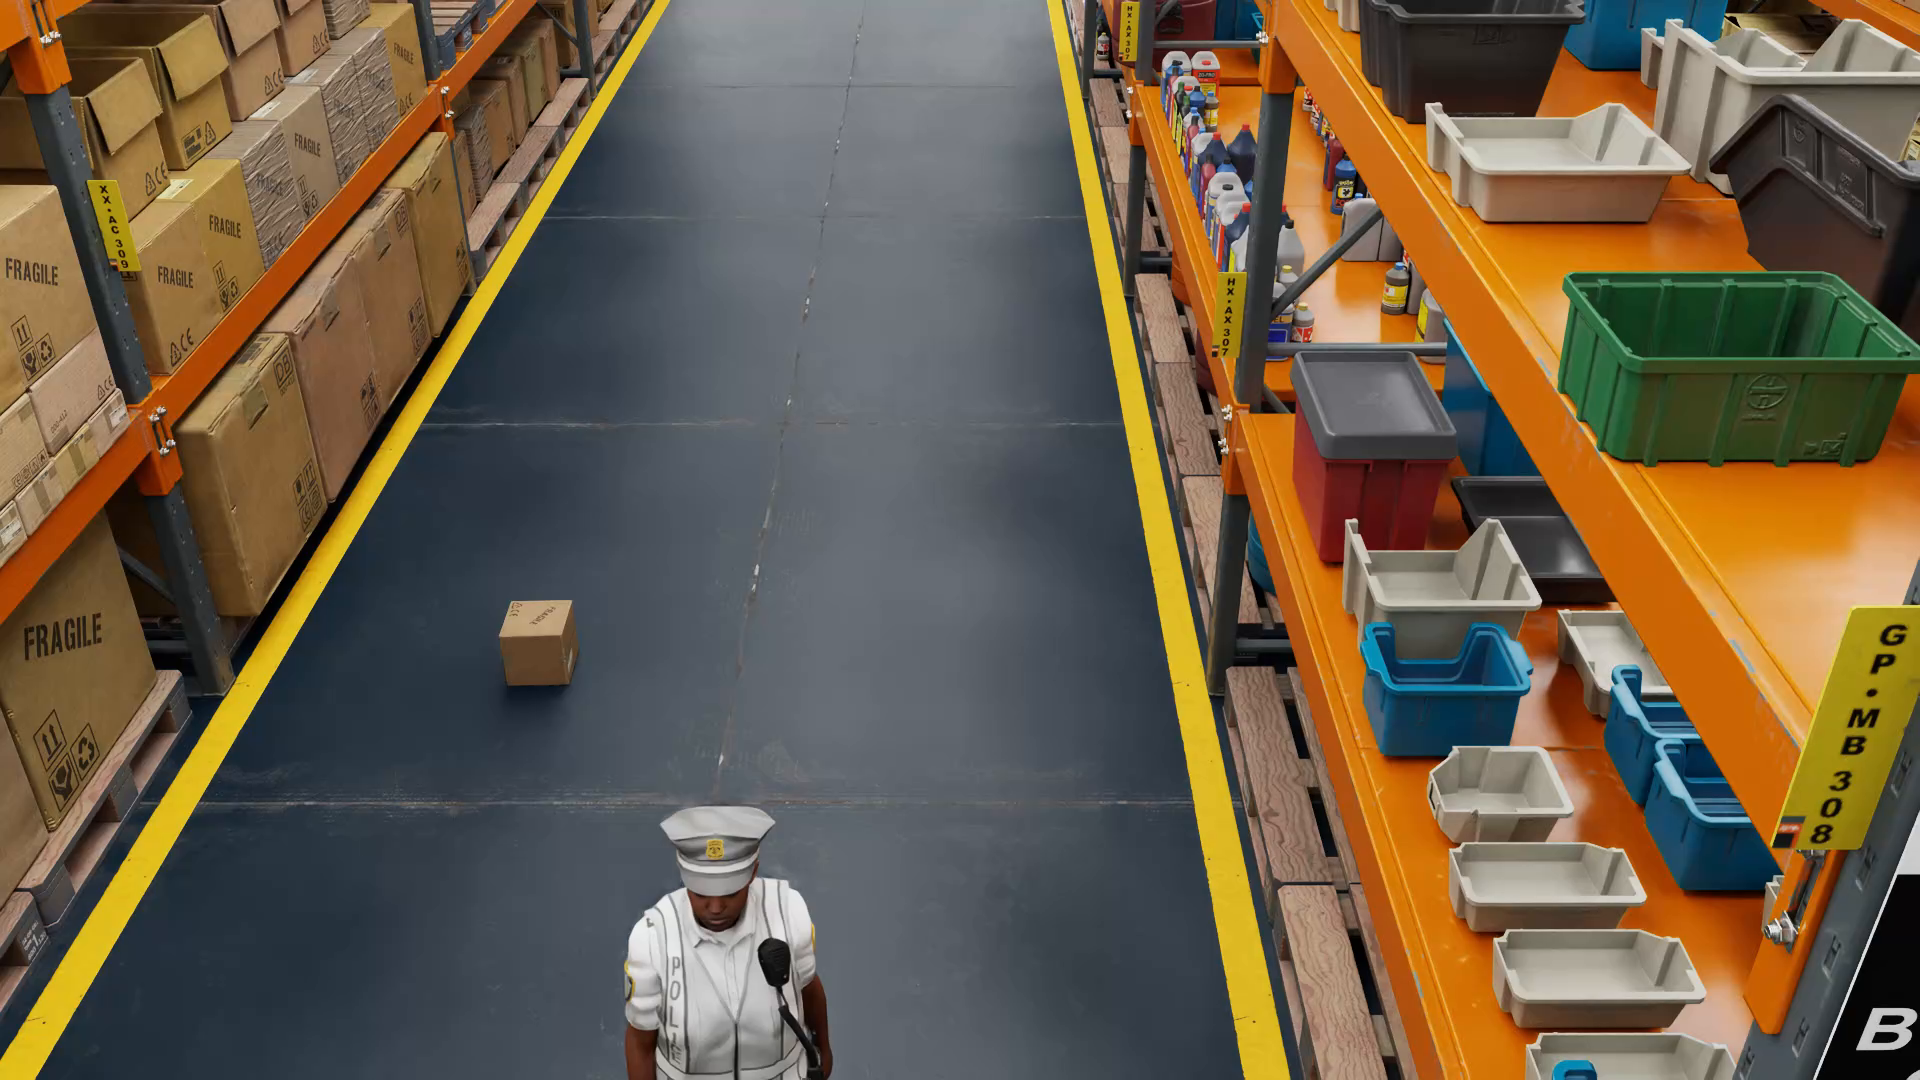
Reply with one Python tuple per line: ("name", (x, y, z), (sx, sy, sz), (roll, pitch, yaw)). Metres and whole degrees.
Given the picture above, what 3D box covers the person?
("person", (-0.523, 1.353, 3.931), (0.484, 1.710, 0.788), (-6, 32, -9))
